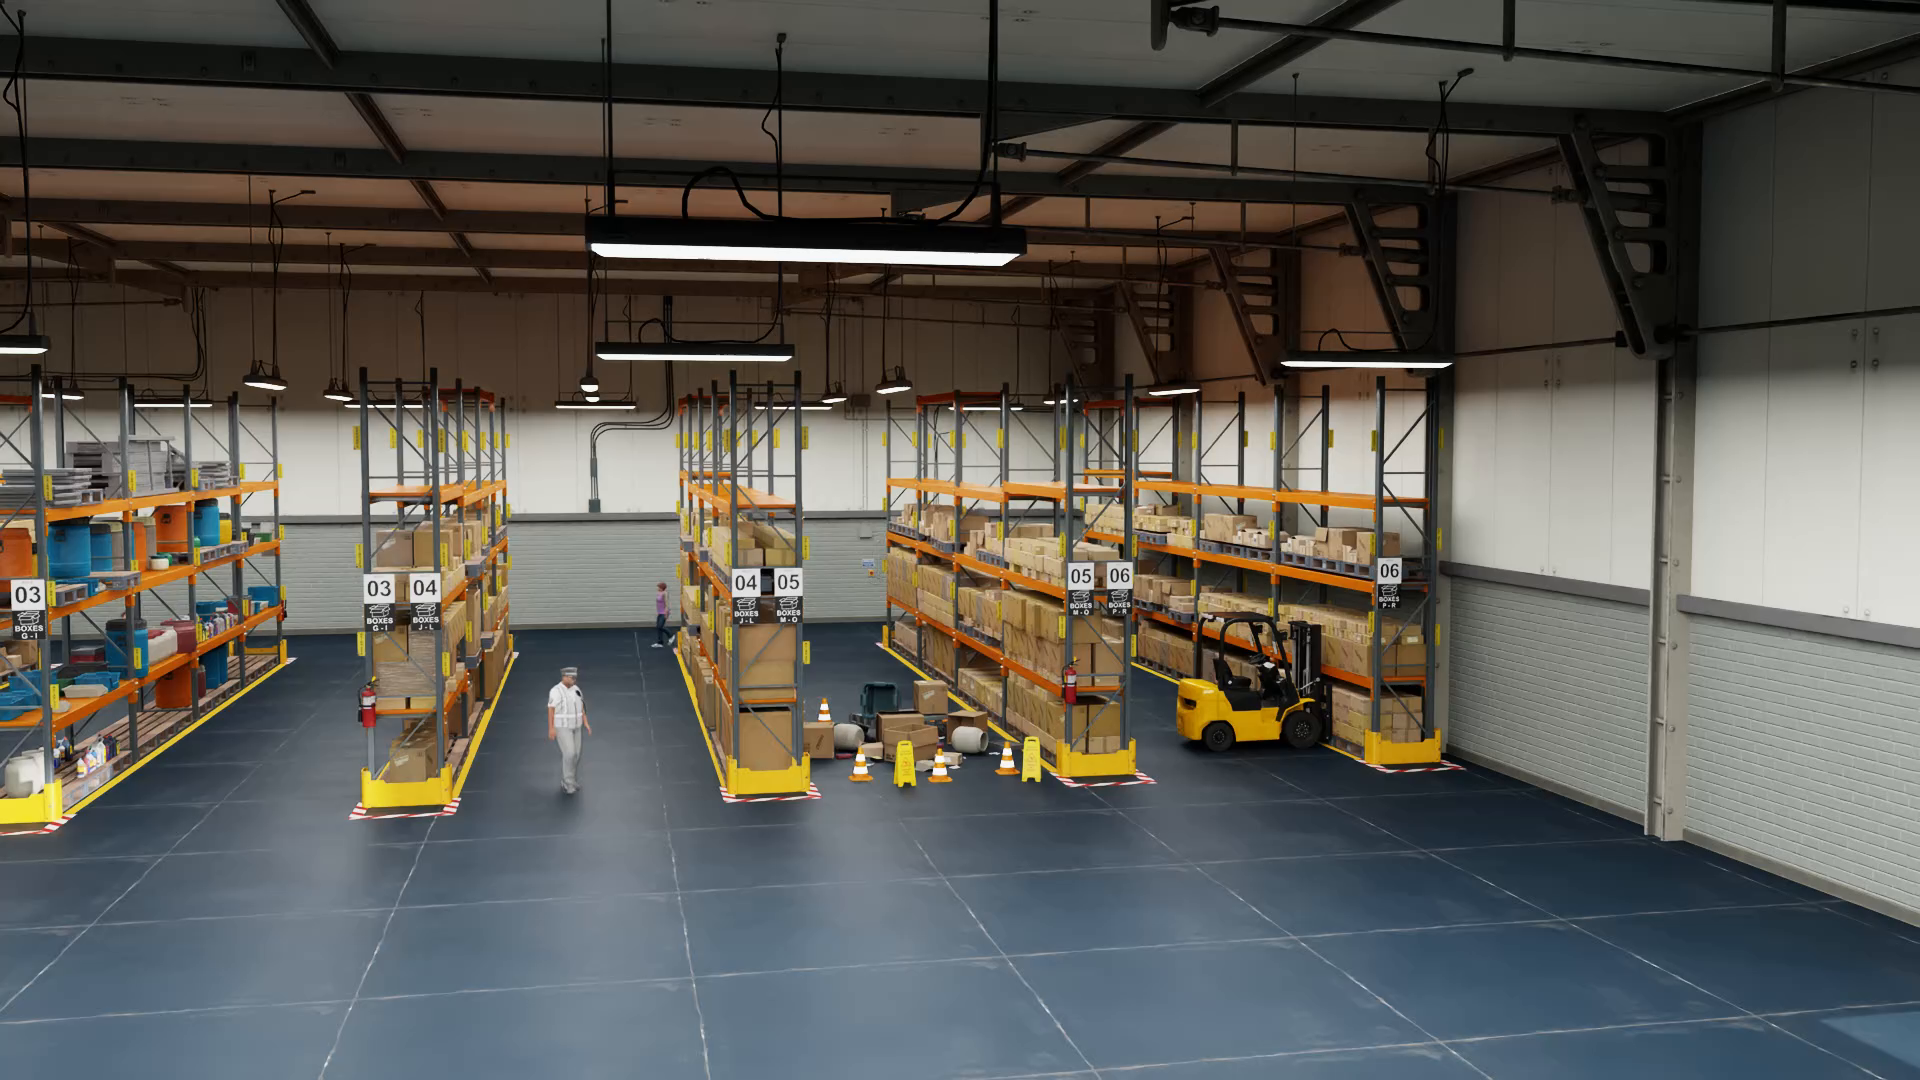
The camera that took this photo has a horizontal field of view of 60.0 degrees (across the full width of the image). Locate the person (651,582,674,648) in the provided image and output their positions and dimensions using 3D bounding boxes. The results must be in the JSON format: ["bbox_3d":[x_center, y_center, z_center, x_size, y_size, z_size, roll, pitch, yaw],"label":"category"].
[{"bbox_3d":[-7.193,1.803,40.226,0.541,1.597,0.483,-2,4,-33],"label":"person"}]

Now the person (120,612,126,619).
[{"bbox_3d":[-16.468,2.220,32.908,0.549,1.609,1.058,-1,4,-15],"label":"person"}]

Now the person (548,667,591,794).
[{"bbox_3d":[-5.578,2.744,23.863,0.534,1.828,0.564,2,4,32],"label":"person"}]
